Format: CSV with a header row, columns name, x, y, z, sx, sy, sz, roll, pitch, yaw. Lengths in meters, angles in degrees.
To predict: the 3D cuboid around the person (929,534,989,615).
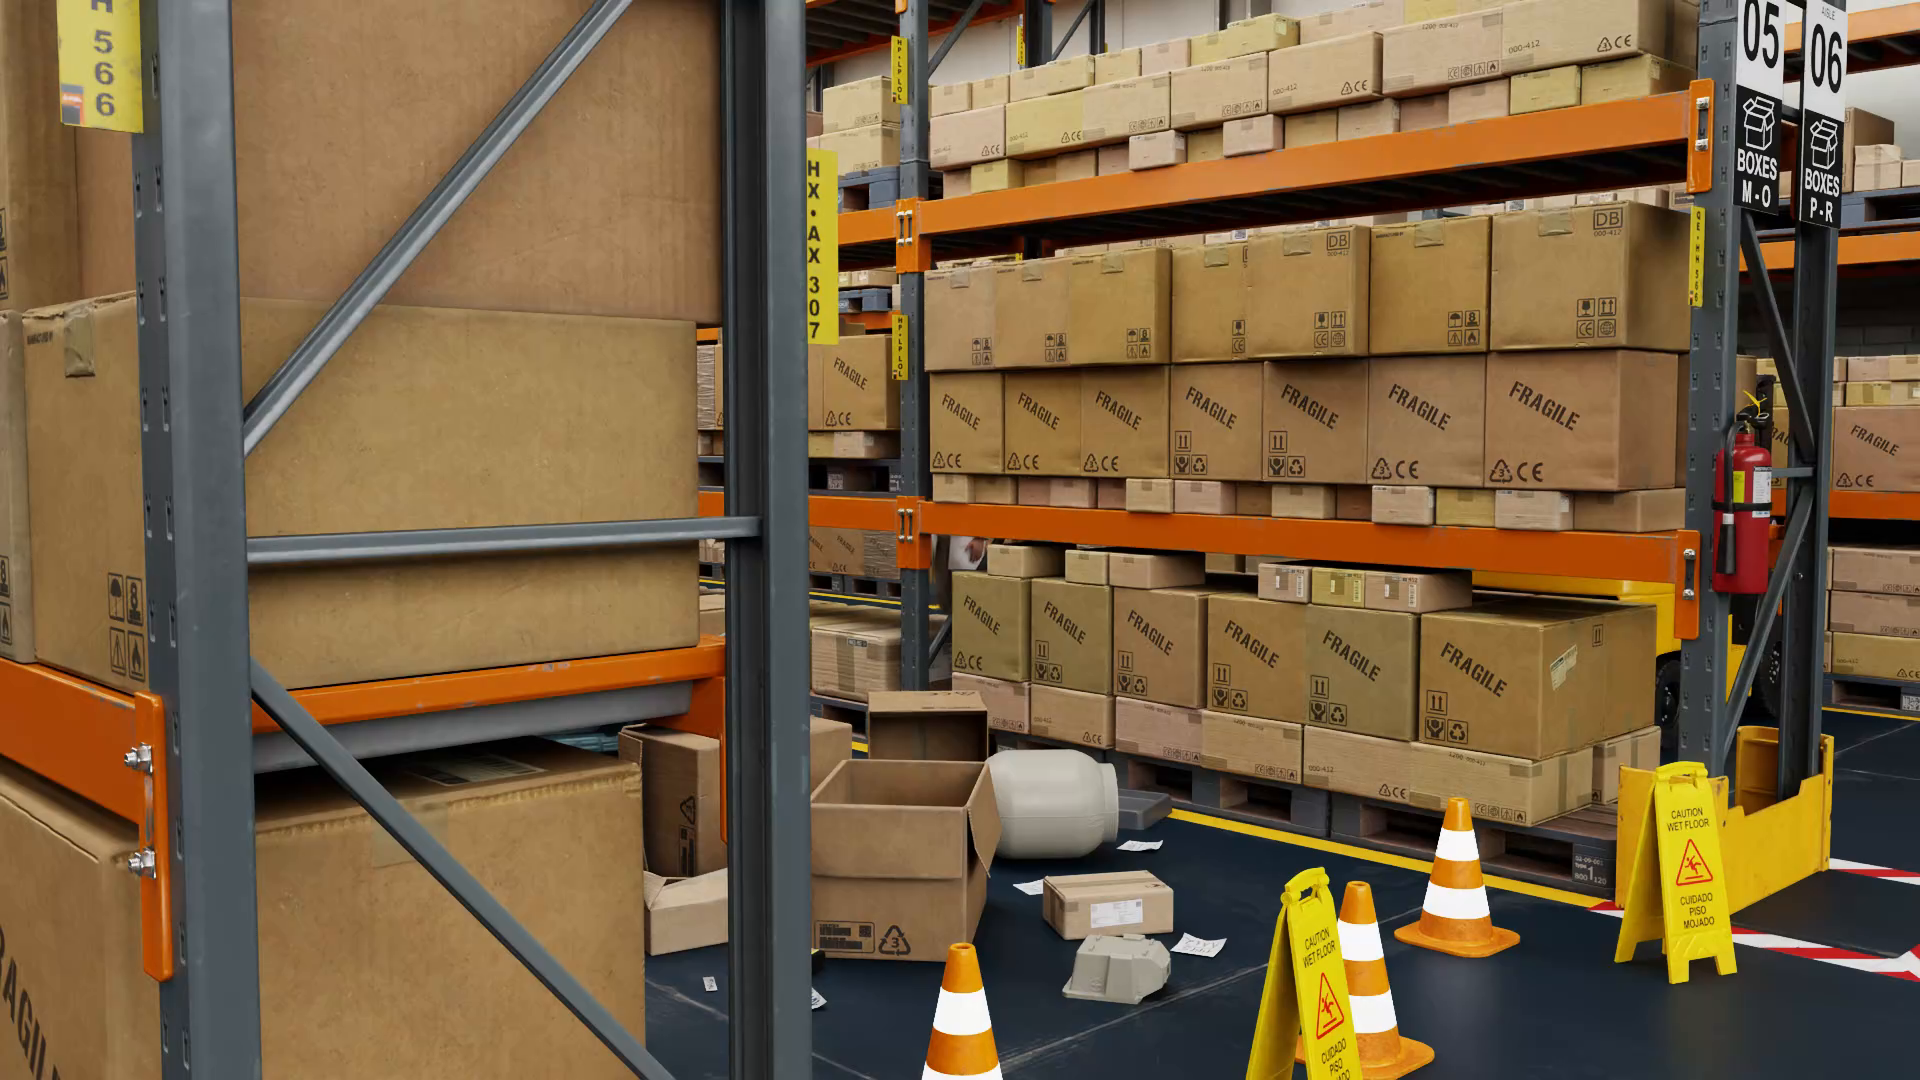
name,x,y,z,sx,sy,sz,roll,pitch,yaw
person,0.004,0.039,11.831,0.562,1.867,0.577,-4,5,-43
